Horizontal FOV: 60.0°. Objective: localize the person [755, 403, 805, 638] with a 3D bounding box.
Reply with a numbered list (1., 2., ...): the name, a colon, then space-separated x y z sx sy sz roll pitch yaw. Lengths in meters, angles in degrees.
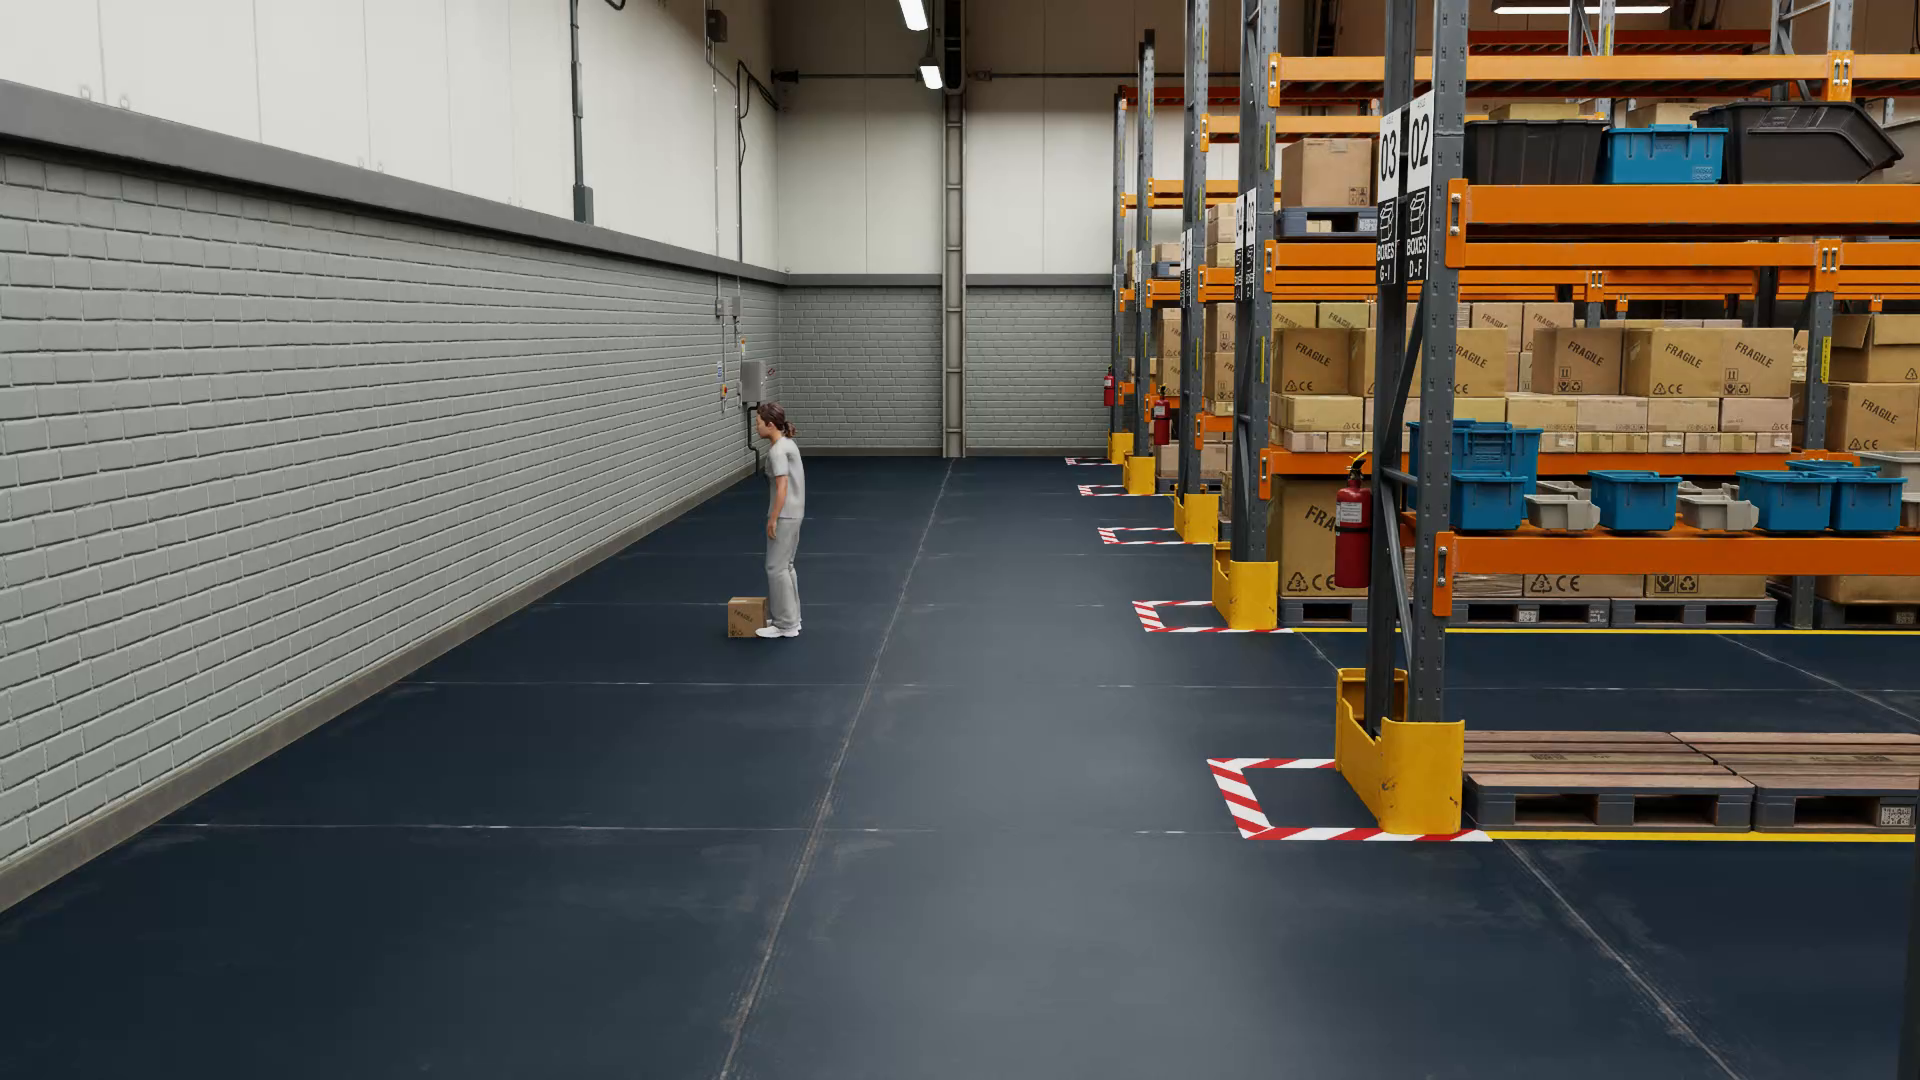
1. person: -1.289 -0.148 11.937 0.354 1.673 0.490 0 7 1
